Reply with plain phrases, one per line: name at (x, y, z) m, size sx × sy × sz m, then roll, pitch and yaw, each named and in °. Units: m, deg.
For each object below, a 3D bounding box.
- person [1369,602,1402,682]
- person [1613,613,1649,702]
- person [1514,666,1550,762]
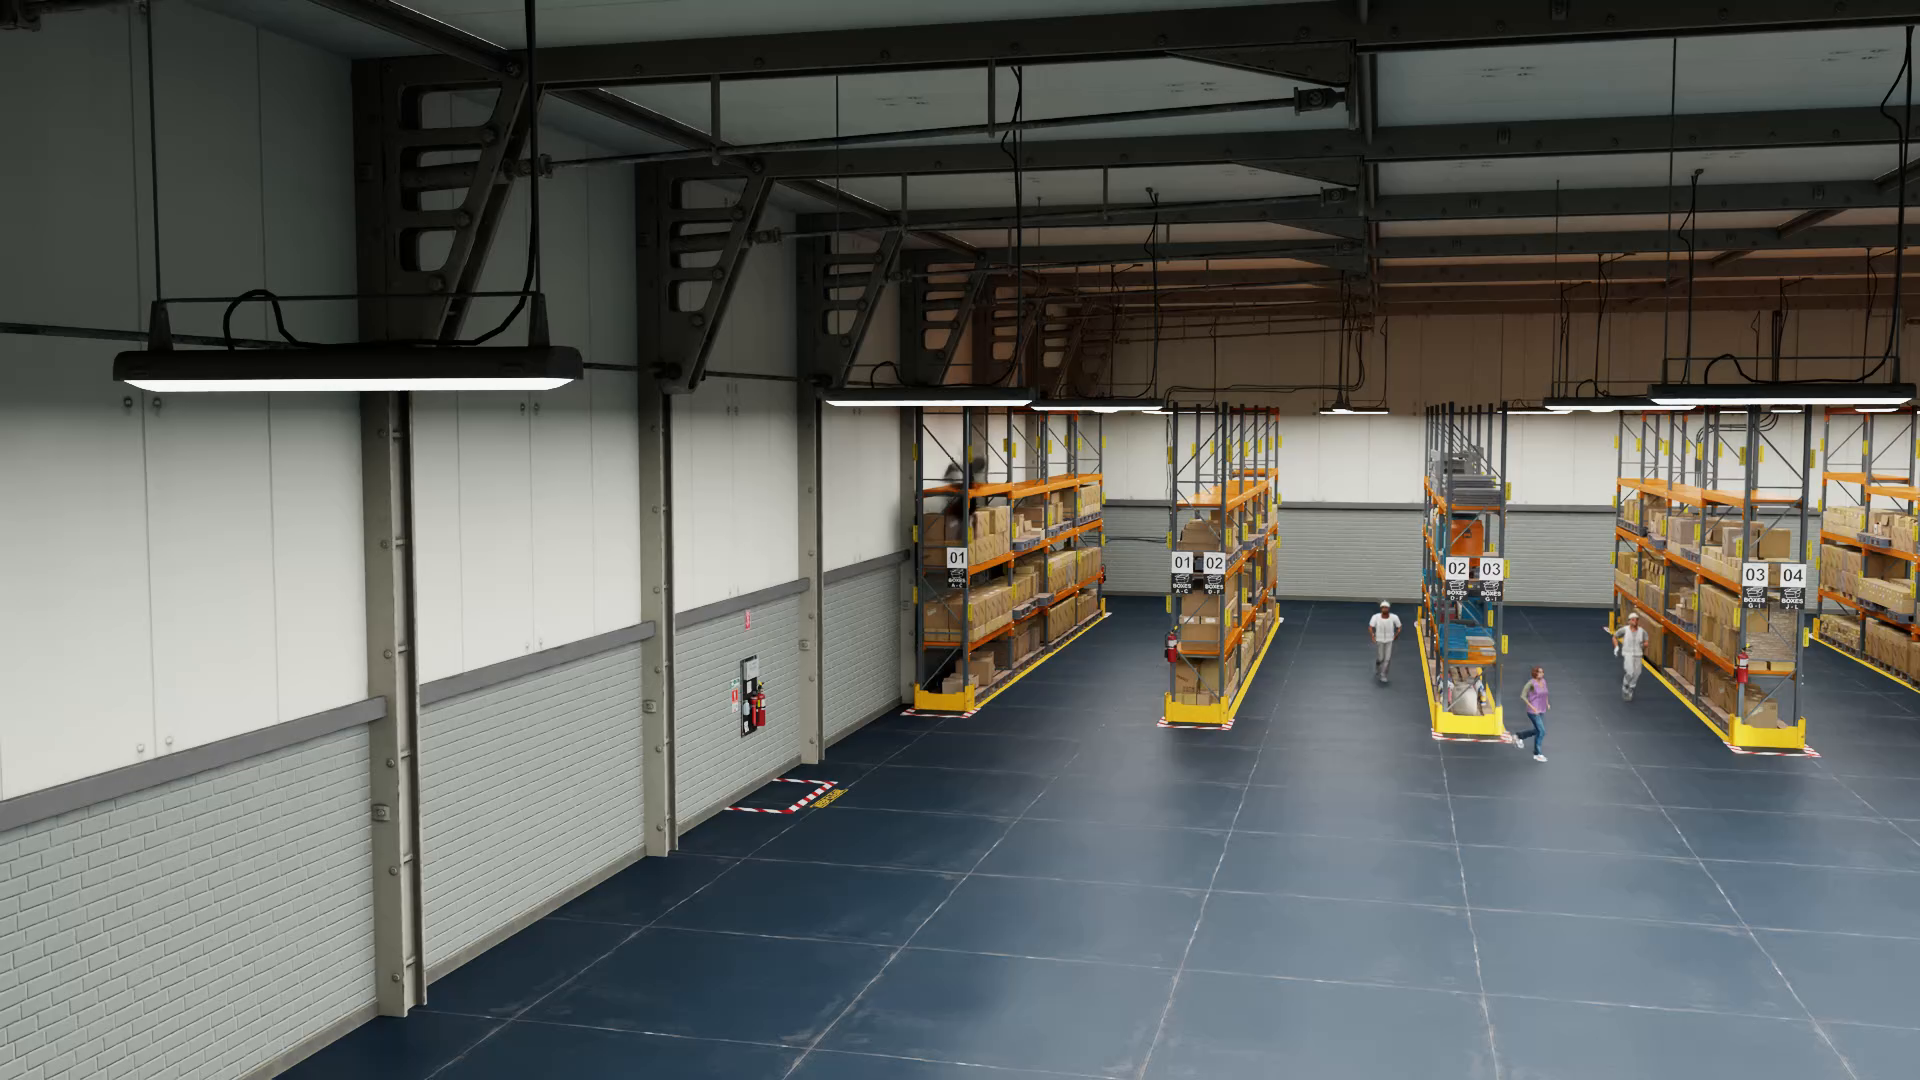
person at (9.255, 2.197, 36.153) m, size 0.691 × 1.734 × 0.632 m, roll 1°, pitch 4°, yaw 13°
person at (13.514, 2.360, 33.419) m, size 0.640 × 1.785 × 0.700 m, roll 0°, pitch 4°, yaw 4°
person at (9.578, 2.837, 27.862) m, size 0.536 × 1.500 × 0.673 m, roll -3°, pitch 5°, yaw -33°
